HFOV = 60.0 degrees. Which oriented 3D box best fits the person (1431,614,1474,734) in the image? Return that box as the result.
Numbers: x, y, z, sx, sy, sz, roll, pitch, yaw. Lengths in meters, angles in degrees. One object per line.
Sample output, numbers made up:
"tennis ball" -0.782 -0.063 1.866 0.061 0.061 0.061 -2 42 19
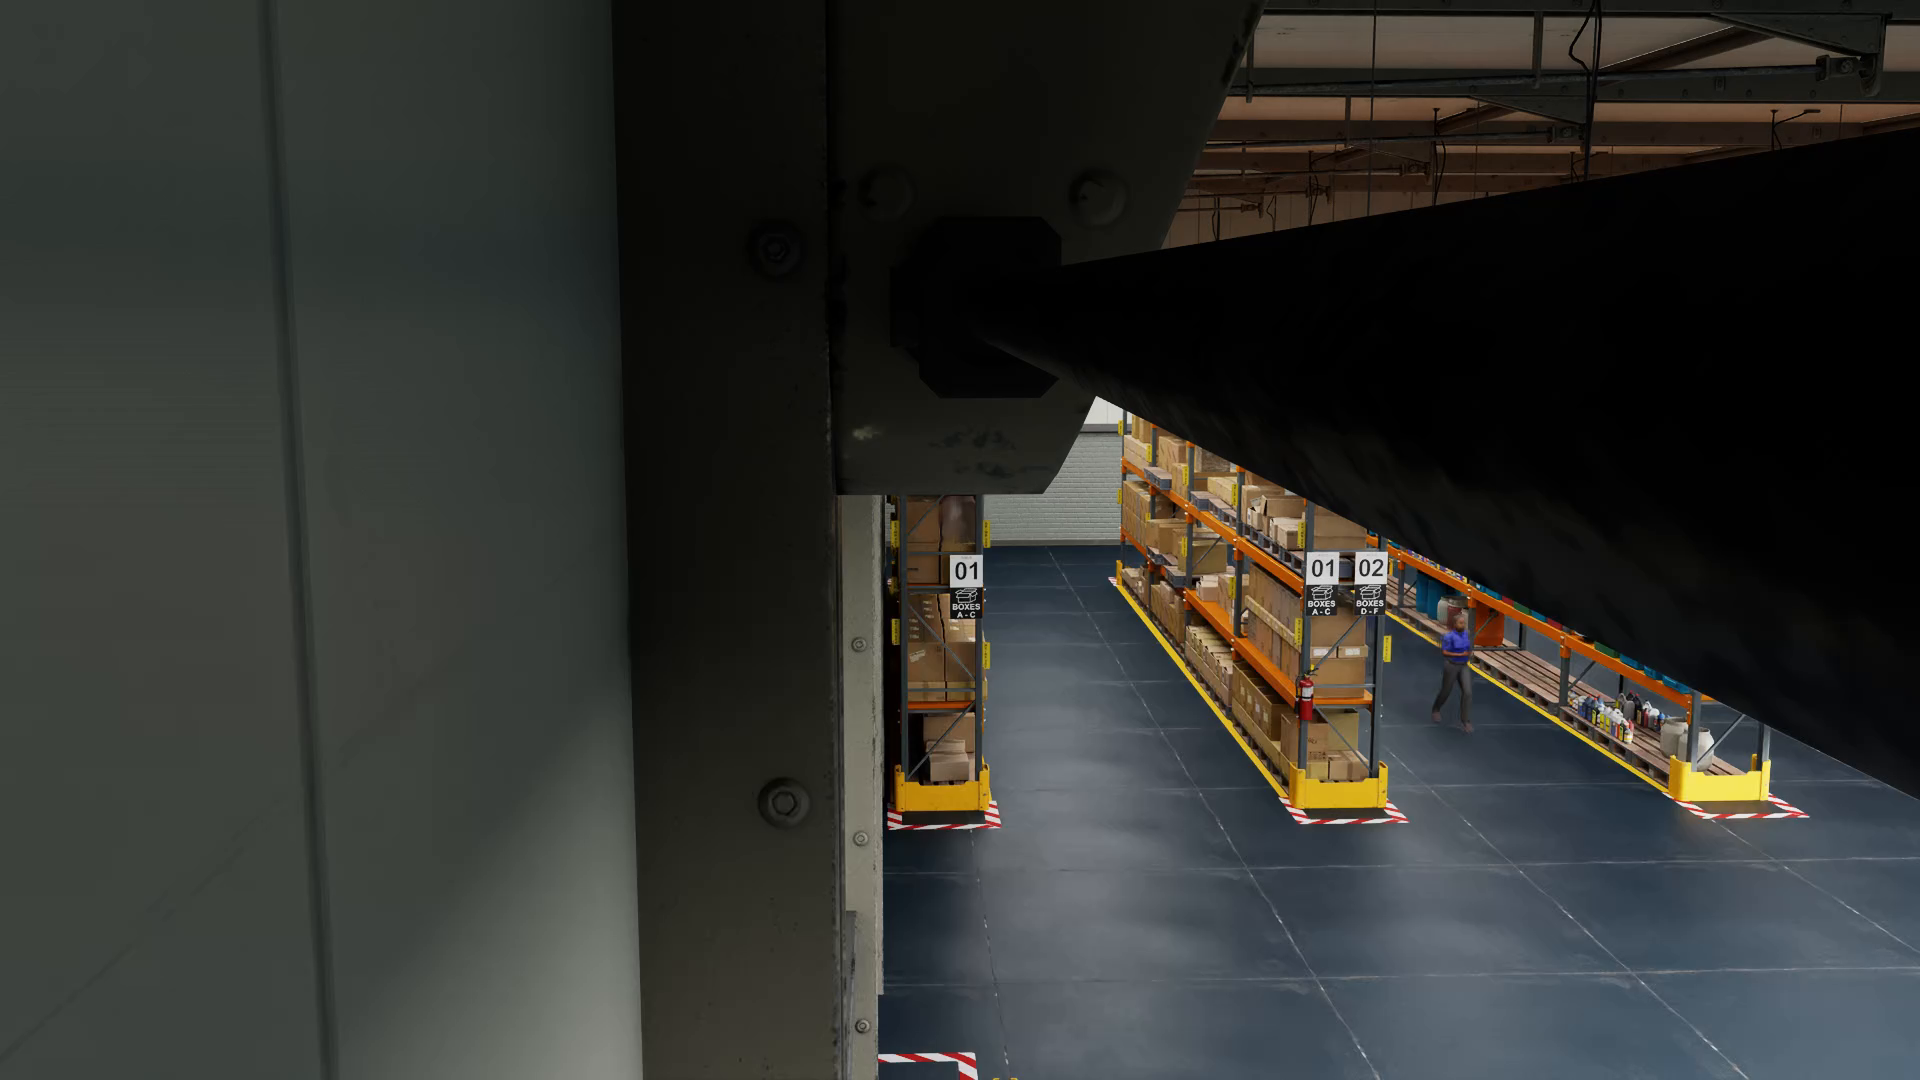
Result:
"person" 7.238 1.926 24.359 0.578 1.711 0.817 -3 9 -19
